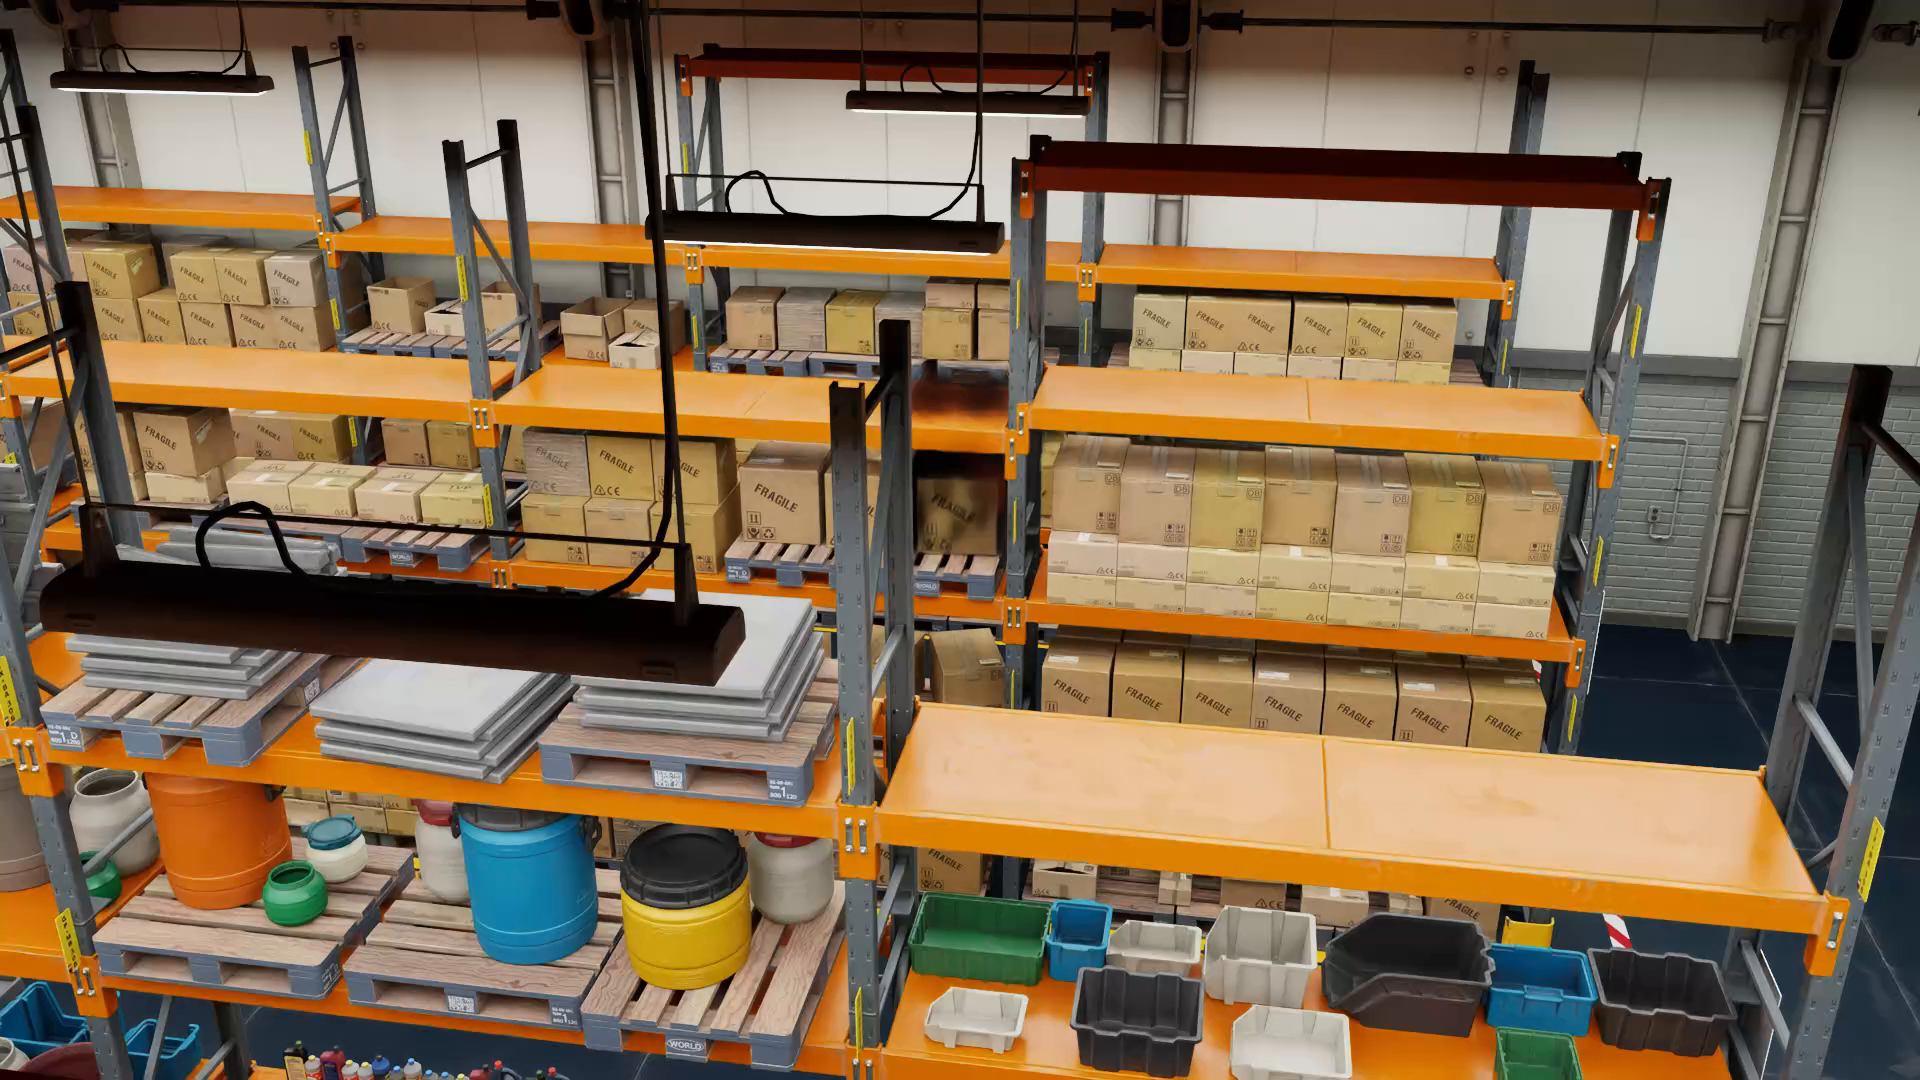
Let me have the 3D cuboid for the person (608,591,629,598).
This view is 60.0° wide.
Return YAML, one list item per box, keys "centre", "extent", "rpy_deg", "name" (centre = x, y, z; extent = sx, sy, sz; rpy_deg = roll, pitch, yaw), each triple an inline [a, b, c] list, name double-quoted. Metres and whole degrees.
- centre: [-3.072, 1.096, 15.313]
  extent: [0.428, 1.604, 0.358]
  rpy_deg: [7, 24, 17]
  name: "person"
